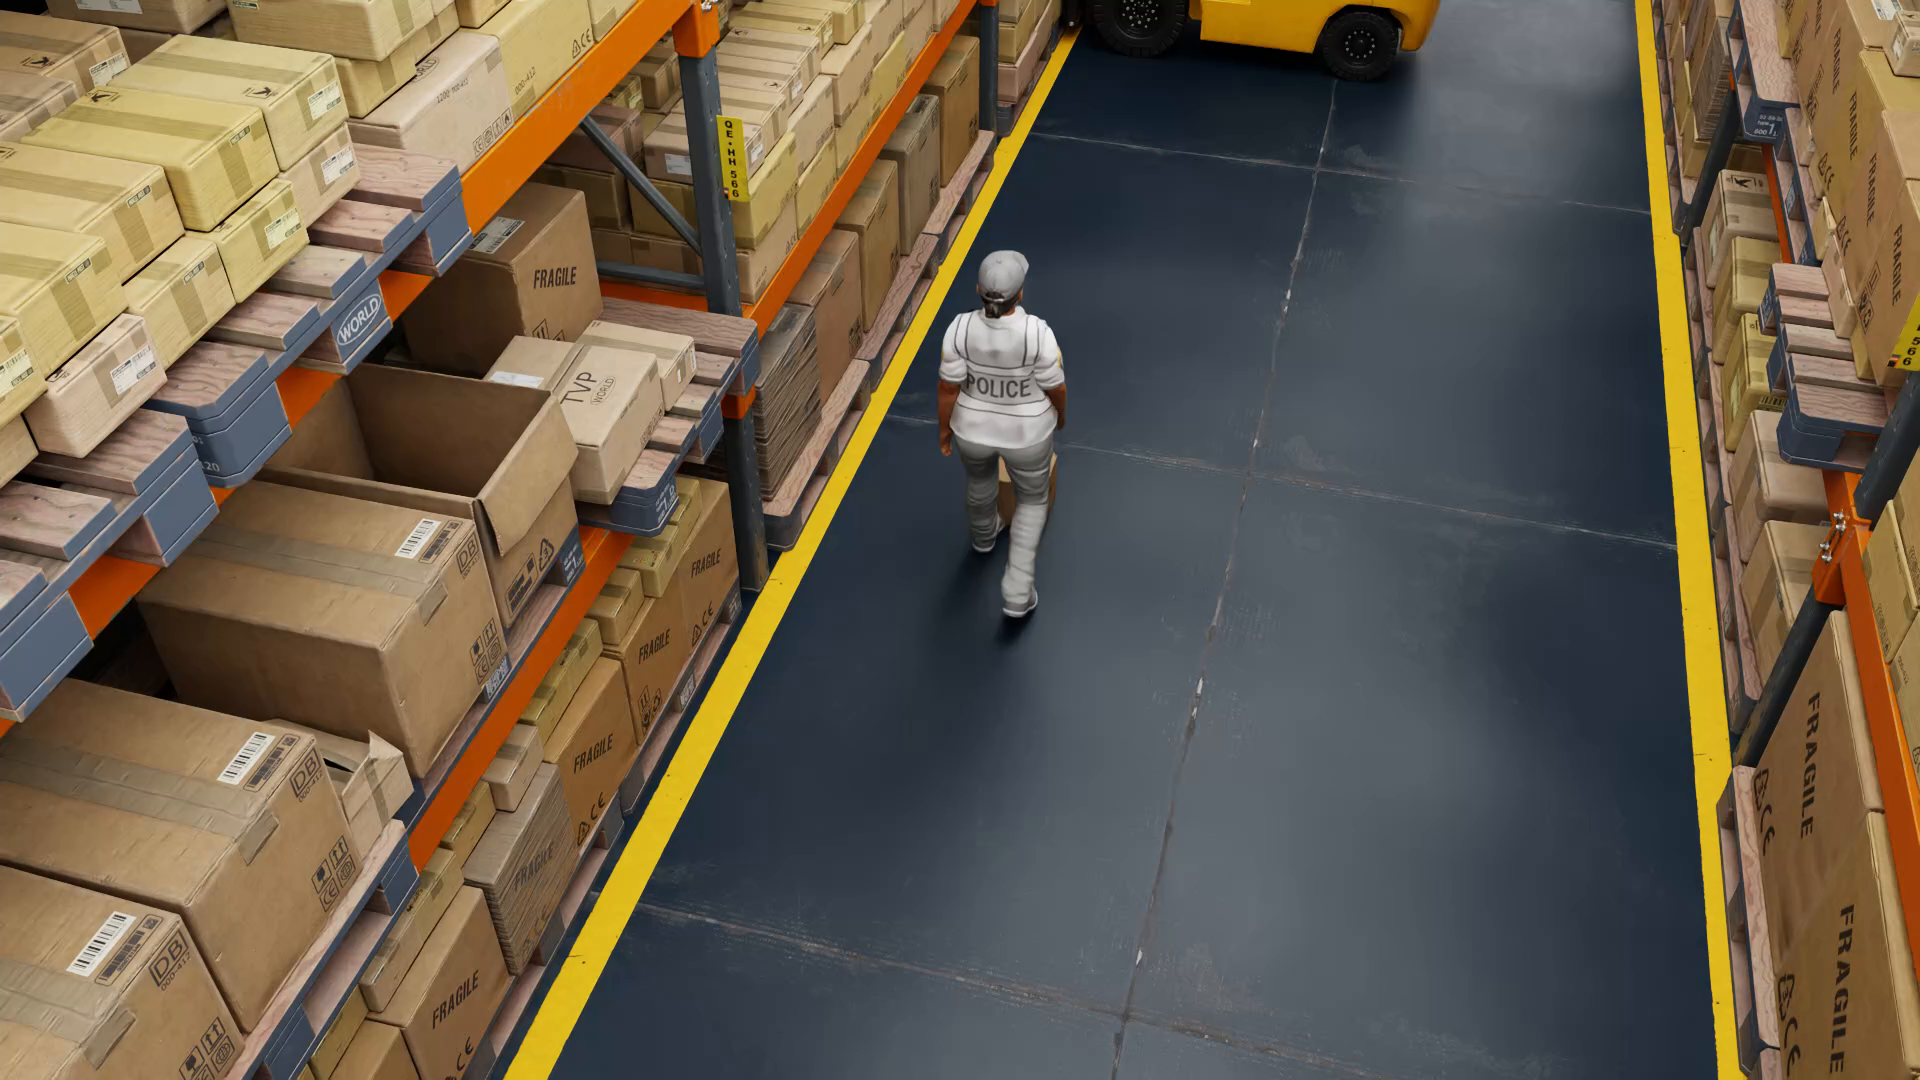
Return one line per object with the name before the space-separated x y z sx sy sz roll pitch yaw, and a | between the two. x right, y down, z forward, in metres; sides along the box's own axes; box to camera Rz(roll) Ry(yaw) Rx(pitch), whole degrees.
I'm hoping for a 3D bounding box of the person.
person | 0.179 -0.481 6.711 0.507 1.636 0.773 9 42 10
